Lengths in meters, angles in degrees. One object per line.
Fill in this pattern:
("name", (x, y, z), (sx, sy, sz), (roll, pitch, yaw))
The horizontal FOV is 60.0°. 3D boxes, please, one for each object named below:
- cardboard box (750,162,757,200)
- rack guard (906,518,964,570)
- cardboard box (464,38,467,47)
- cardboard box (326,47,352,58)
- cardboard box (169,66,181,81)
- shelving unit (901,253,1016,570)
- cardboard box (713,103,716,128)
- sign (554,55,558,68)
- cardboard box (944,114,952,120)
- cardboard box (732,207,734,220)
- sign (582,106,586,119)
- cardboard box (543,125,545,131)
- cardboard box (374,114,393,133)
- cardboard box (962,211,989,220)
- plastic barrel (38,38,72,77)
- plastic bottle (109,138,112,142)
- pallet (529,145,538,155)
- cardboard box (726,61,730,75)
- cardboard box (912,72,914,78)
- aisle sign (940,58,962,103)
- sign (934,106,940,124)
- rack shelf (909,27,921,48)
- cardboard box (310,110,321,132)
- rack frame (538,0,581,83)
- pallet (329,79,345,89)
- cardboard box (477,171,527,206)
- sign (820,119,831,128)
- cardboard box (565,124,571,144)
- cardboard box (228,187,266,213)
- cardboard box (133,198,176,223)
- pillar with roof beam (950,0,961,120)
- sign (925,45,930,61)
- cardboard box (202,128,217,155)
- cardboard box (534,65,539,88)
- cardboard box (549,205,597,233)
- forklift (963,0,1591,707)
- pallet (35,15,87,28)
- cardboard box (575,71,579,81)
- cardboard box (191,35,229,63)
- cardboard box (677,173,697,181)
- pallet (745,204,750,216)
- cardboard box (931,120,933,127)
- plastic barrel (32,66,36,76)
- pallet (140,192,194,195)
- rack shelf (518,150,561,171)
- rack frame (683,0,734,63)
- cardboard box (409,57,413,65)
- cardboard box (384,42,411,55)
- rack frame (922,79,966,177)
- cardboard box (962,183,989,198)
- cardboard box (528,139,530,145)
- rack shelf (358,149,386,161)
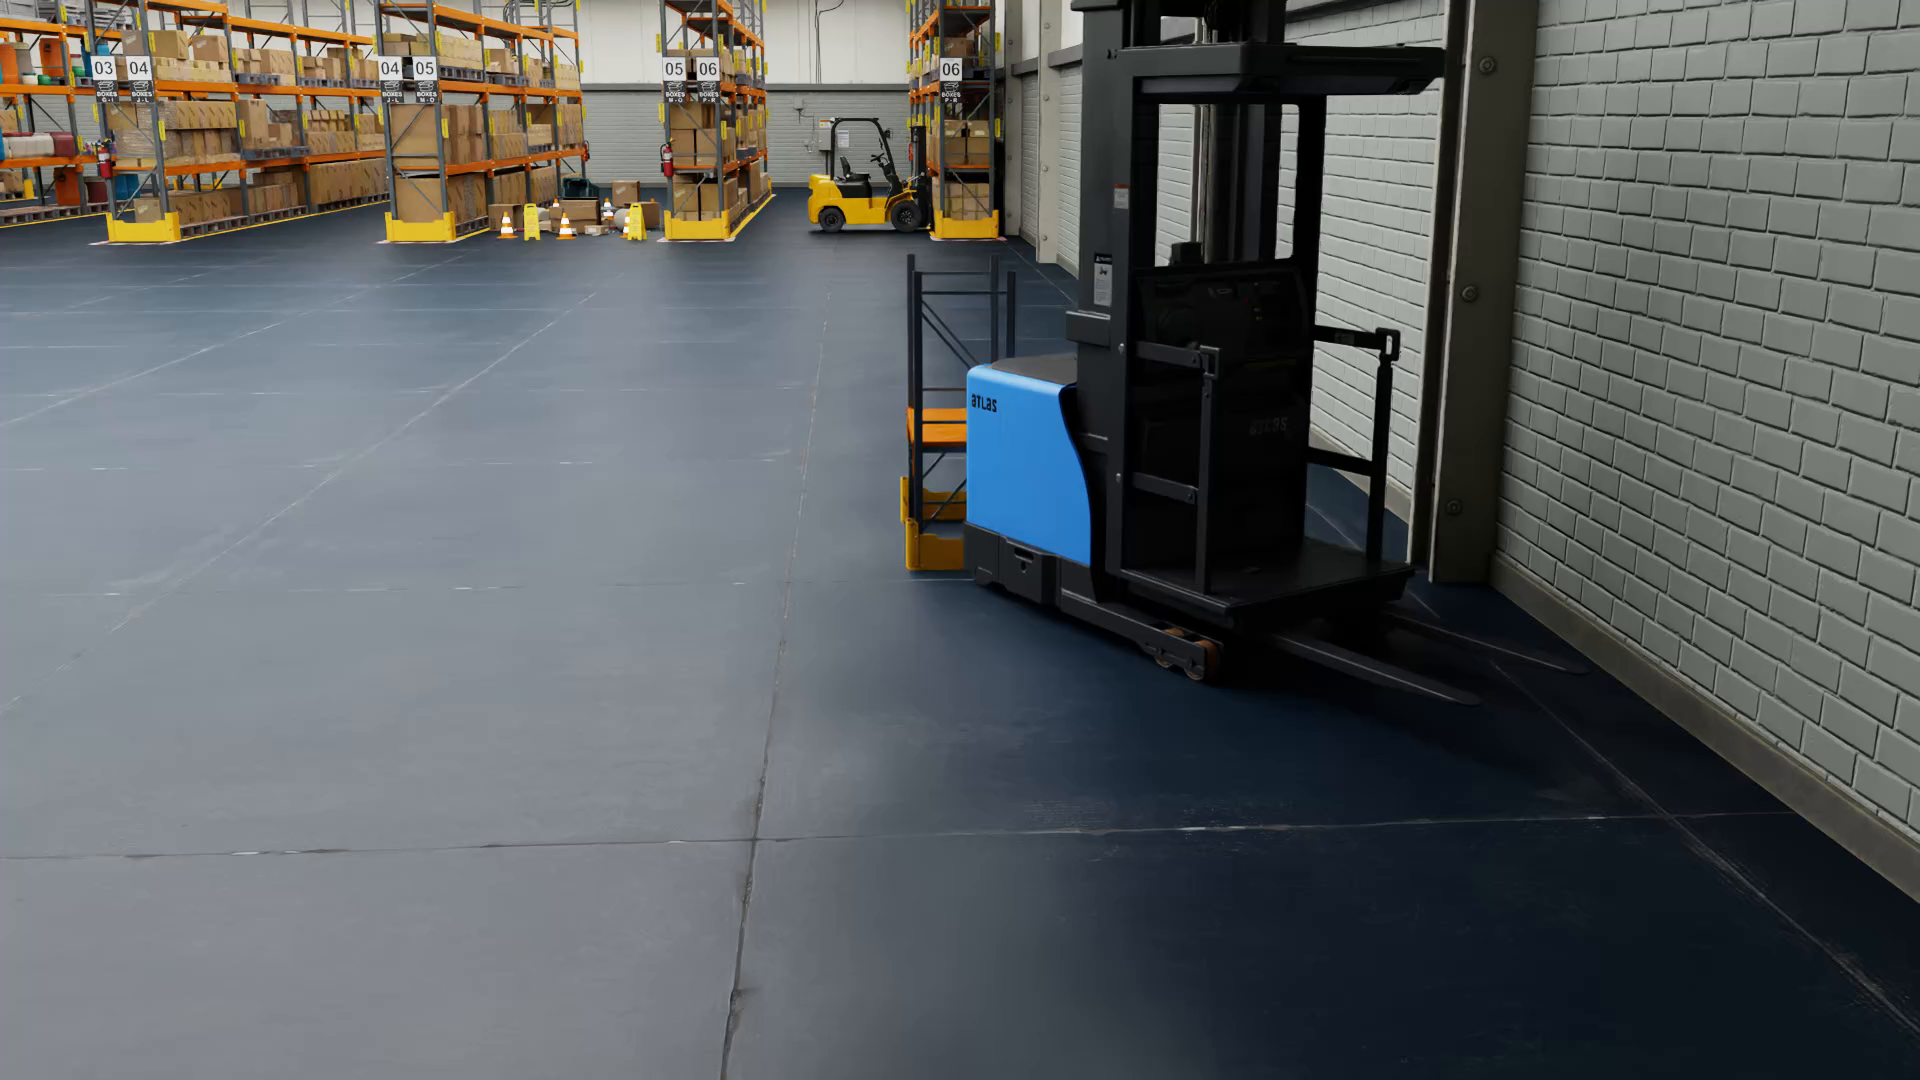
("cardboard box", (-5.334, -8.556, 39.683), (0.875, 0.875, 0.875), (-1, 14, -3))
("rack guard", (0.019, 0.016, 8.463), (0.587, 0.250, 0.087), (-1, 14, -3))
("cardboard box", (-9.591, -9.460, 31.614), (0.380, 0.149, 0.250), (-1, 14, -4))
("cardboard box", (-15.513, -12.179, 41.572), (0.500, 0.250, 0.500), (-2, 15, -7))
("cardboard box", (-14.528, -8.477, 30.233), (0.500, 0.250, 0.500), (-1, 14, -5))
("shelving unit", (-0.011, -0.713, 8.789), (0.587, 1.500, 1.083), (-1, 14, -3))
("cardboard box", (-5.264, -8.556, 33.457), (0.700, 0.500, 0.500), (-1, 14, -4))
("sign", (-9.951, -11.784, 40.957), (0.100, 0.325, 0.005), (-1, 14, -3))
("cardboard box", (-0.443, -10.868, 43.447), (0.500, 0.500, 0.500), (-1, 14, -5))
("cardboard box", (-4.671, -6.337, 32.310), (0.500, 0.250, 0.500), (0, 14, 0))
("sign", (-10.197, -11.592, 45.104), (0.100, 0.325, 0.005), (-1, 14, -3))
("cardboard box", (-10.237, -9.957, 40.173), (0.380, 0.149, 0.250), (-1, 14, -4))
("cardboard box", (-15.417, -11.141, 44.507), (0.500, 0.500, 0.500), (-1, 14, -3))
("cardboard box", (0.292, -6.072, 31.281), (0.500, 0.250, 0.500), (-1, 14, -3))
("plastic barrel", (-20.189, -10.763, 37.113), (0.600, 0.830, 0.708), (-1, 14, -3))
("plastic bottle", (-20.704, -9.626, 40.518), (0.144, 0.351, 0.185), (-1, 14, -3))
("pallet", (-10.407, -8.968, 38.247), (1.213, 0.211, 1.003), (-1, 14, -3))
("cardboard box", (-4.683, -9.032, 31.794), (0.500, 0.250, 0.500), (-1, 14, -2))
("cardboard box", (-0.970, -11.371, 40.643), (0.380, 0.149, 0.250), (-1, 14, -3))
("aisle sign", (-0.162, -8.313, 30.099), (0.394, 0.787, 0.004), (-1, 14, -3))
("sign", (-0.416, -7.746, 30.311), (0.100, 0.325, 0.005), (-1, 14, -3))
("rack shelf", (-0.740, -13.112, 43.379), (1.077, 0.370, 4.000), (-1, 14, -3))
("cardboard box", (-15.280, -9.713, 38.541), (0.797, 0.503, 0.637), (-1, 14, -2))
("rack frame", (-10.753, -13.780, 44.526), (1.000, 3.000, 0.127), (-1, 14, -3))
("pallet", (-15.355, -10.962, 39.974), (0.805, 0.209, 1.217), (-1, 15, -6))
("cardboard box", (-10.309, -7.847, 37.175), (1.050, 0.750, 0.750), (-1, 14, -4))
("sign", (-4.153, -12.825, 51.196), (0.339, 0.242, 0.001), (-1, 14, -3))
("cardboard box", (-10.317, -10.449, 42.819), (0.500, 0.500, 0.500), (-1, 14, -5))
("cardboard box", (-14.993, -7.114, 34.788), (0.700, 0.500, 0.500), (-1, 14, -4))
("cardboard box", (-14.740, -5.993, 30.472), (0.500, 0.500, 0.500), (2, 15, 7))
("pillar with roof beam", (-4.429, -14.578, 47.624), (9.100, 9.000, 0.400), (-1, 14, -3))
("sign", (-0.662, -9.914, 33.851), (0.100, 0.325, 0.005), (-1, 14, -3))
("cardboard box", (-14.872, -7.671, 32.024), (0.875, 0.500, 0.500), (-1, 14, -3))
("cardboard box", (-10.101, -10.781, 38.689), (0.500, 0.500, 0.500), (-1, 14, -3))
("cardboard box", (-7.463, -6.186, 32.060), (0.797, 0.503, 0.637), (-13, 20, -42))
("forklift", (1.249, -0.979, 6.950), (1.130, 2.935, 3.031), (-9, 17, -32))
("pallet", (-20.171, -11.558, 37.069), (1.213, 0.211, 1.003), (-1, 14, -3))
("cardboard box", (-10.470, -12.387, 44.426), (0.500, 0.250, 0.500), (-1, 14, -5))
("cardboard box", (-14.683, -9.619, 32.569), (0.500, 0.500, 0.500), (-1, 14, -5))
("cardboard box", (-5.254, -6.960, 31.926), (0.380, 0.149, 0.250), (0, 14, -1))
("pallet", (-5.276, -7.442, 37.528), (1.003, 0.211, 1.213), (-1, 14, -3))
("cardboard box", (-0.397, -8.493, 33.914), (0.380, 0.149, 0.250), (-1, 14, -2))
("plastic barrel", (-20.444, -10.182, 36.338), (0.421, 0.512, 0.421), (0, 14, 0))
("pallet", (-20.568, -8.888, 43.148), (1.003, 0.211, 1.213), (-1, 14, -3))
("rack shelf", (-10.381, -9.035, 39.564), (1.077, 0.370, 4.000), (-1, 14, -3))
("rack frame", (-5.075, -10.898, 33.322), (1.000, 3.000, 0.127), (-1, 14, -3))
("cardboard box", (-10.152, -8.683, 30.194), (0.380, 0.149, 0.250), (-1, 14, -3))
("cardboard box", (-10.070, -8.789, 29.808), (0.500, 0.250, 0.500), (-1, 14, -3))
("rack frame", (-0.369, -9.065, 38.237), (1.000, 3.000, 0.127), (-1, 14, -3))
("cardboard box", (0.286, -6.553, 31.146), (0.500, 0.250, 0.500), (-1, 14, -4))
("cardboard box", (-10.100, -9.148, 38.224), (0.380, 0.149, 0.250), (0, 14, -1))
("rack shelf", (-15.585, -9.978, 43.230), (1.077, 0.370, 4.000), (-1, 14, -3))
